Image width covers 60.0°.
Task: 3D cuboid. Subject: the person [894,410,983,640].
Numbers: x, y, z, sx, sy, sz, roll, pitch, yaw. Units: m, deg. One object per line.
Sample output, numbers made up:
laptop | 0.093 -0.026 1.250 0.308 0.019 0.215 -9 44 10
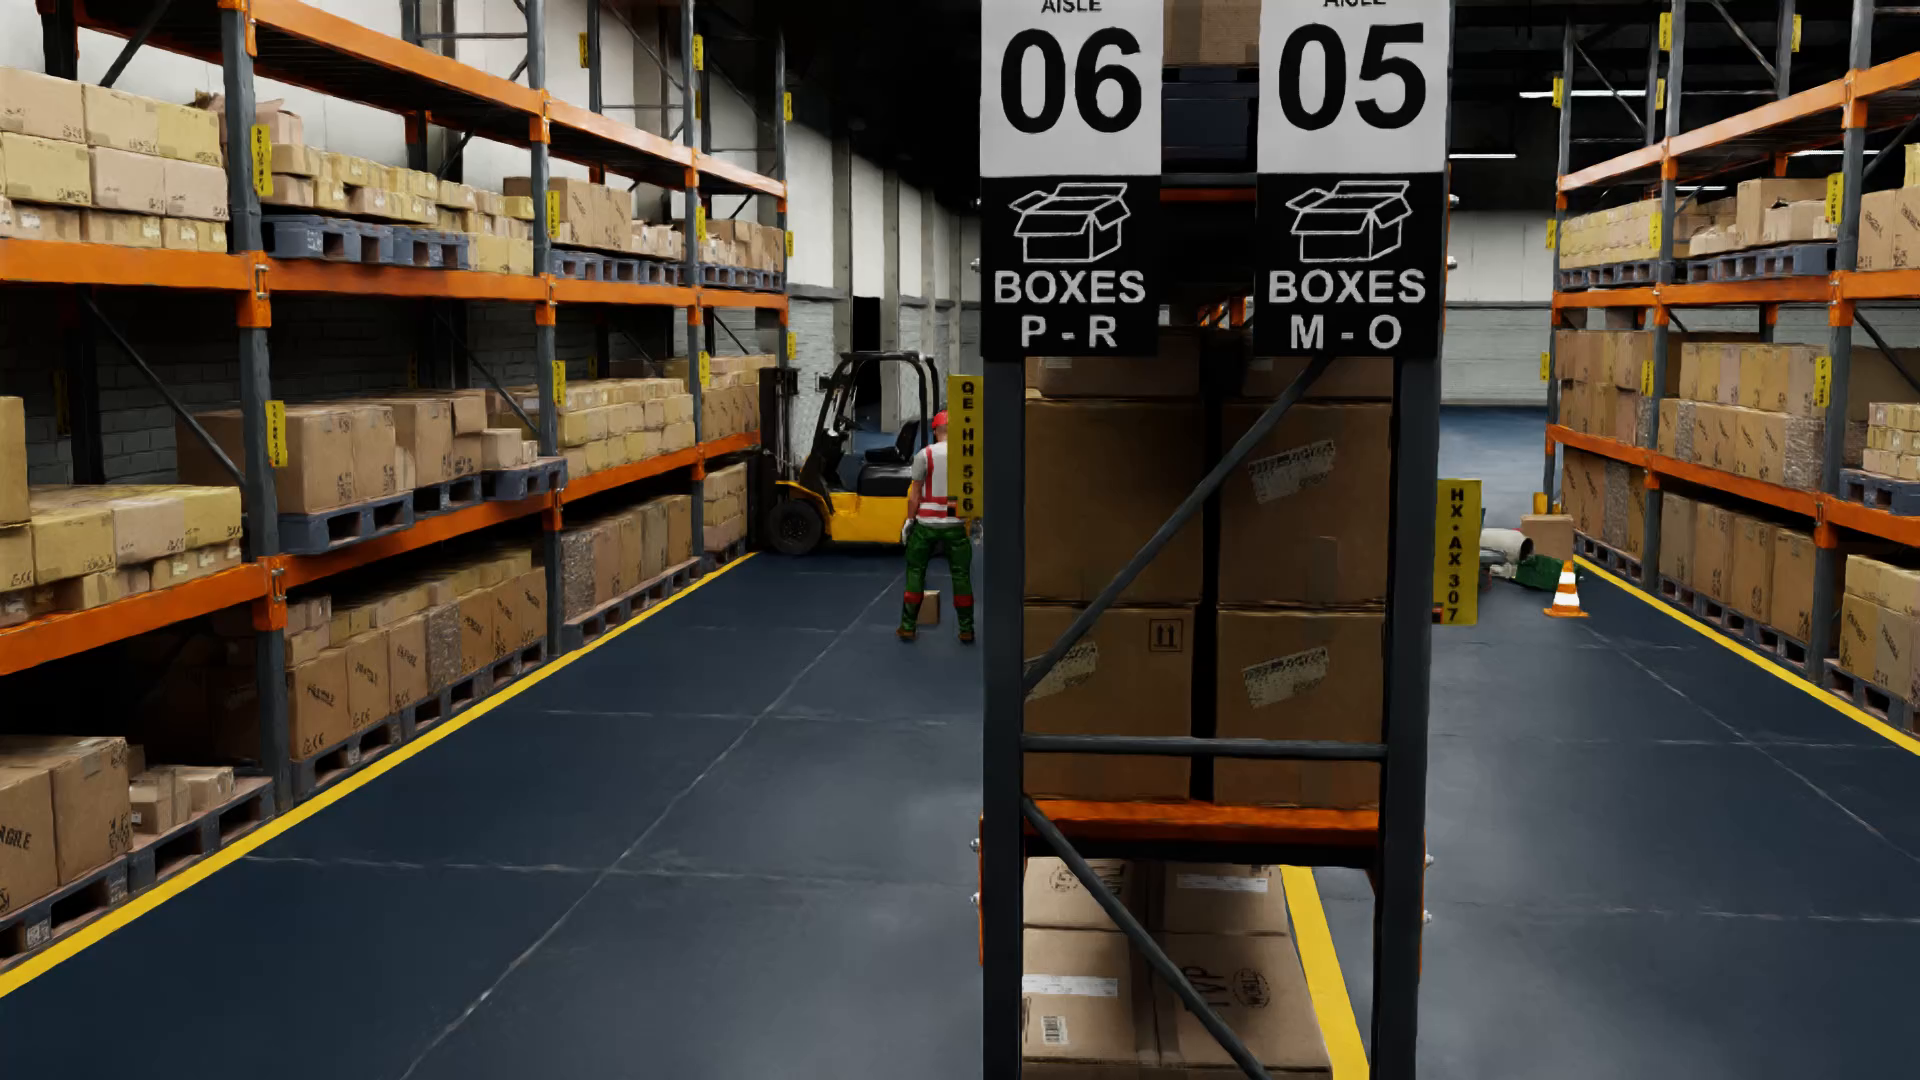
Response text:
person | -0.164 -0.120 12.950 0.673 1.780 0.438 -1 8 -11
